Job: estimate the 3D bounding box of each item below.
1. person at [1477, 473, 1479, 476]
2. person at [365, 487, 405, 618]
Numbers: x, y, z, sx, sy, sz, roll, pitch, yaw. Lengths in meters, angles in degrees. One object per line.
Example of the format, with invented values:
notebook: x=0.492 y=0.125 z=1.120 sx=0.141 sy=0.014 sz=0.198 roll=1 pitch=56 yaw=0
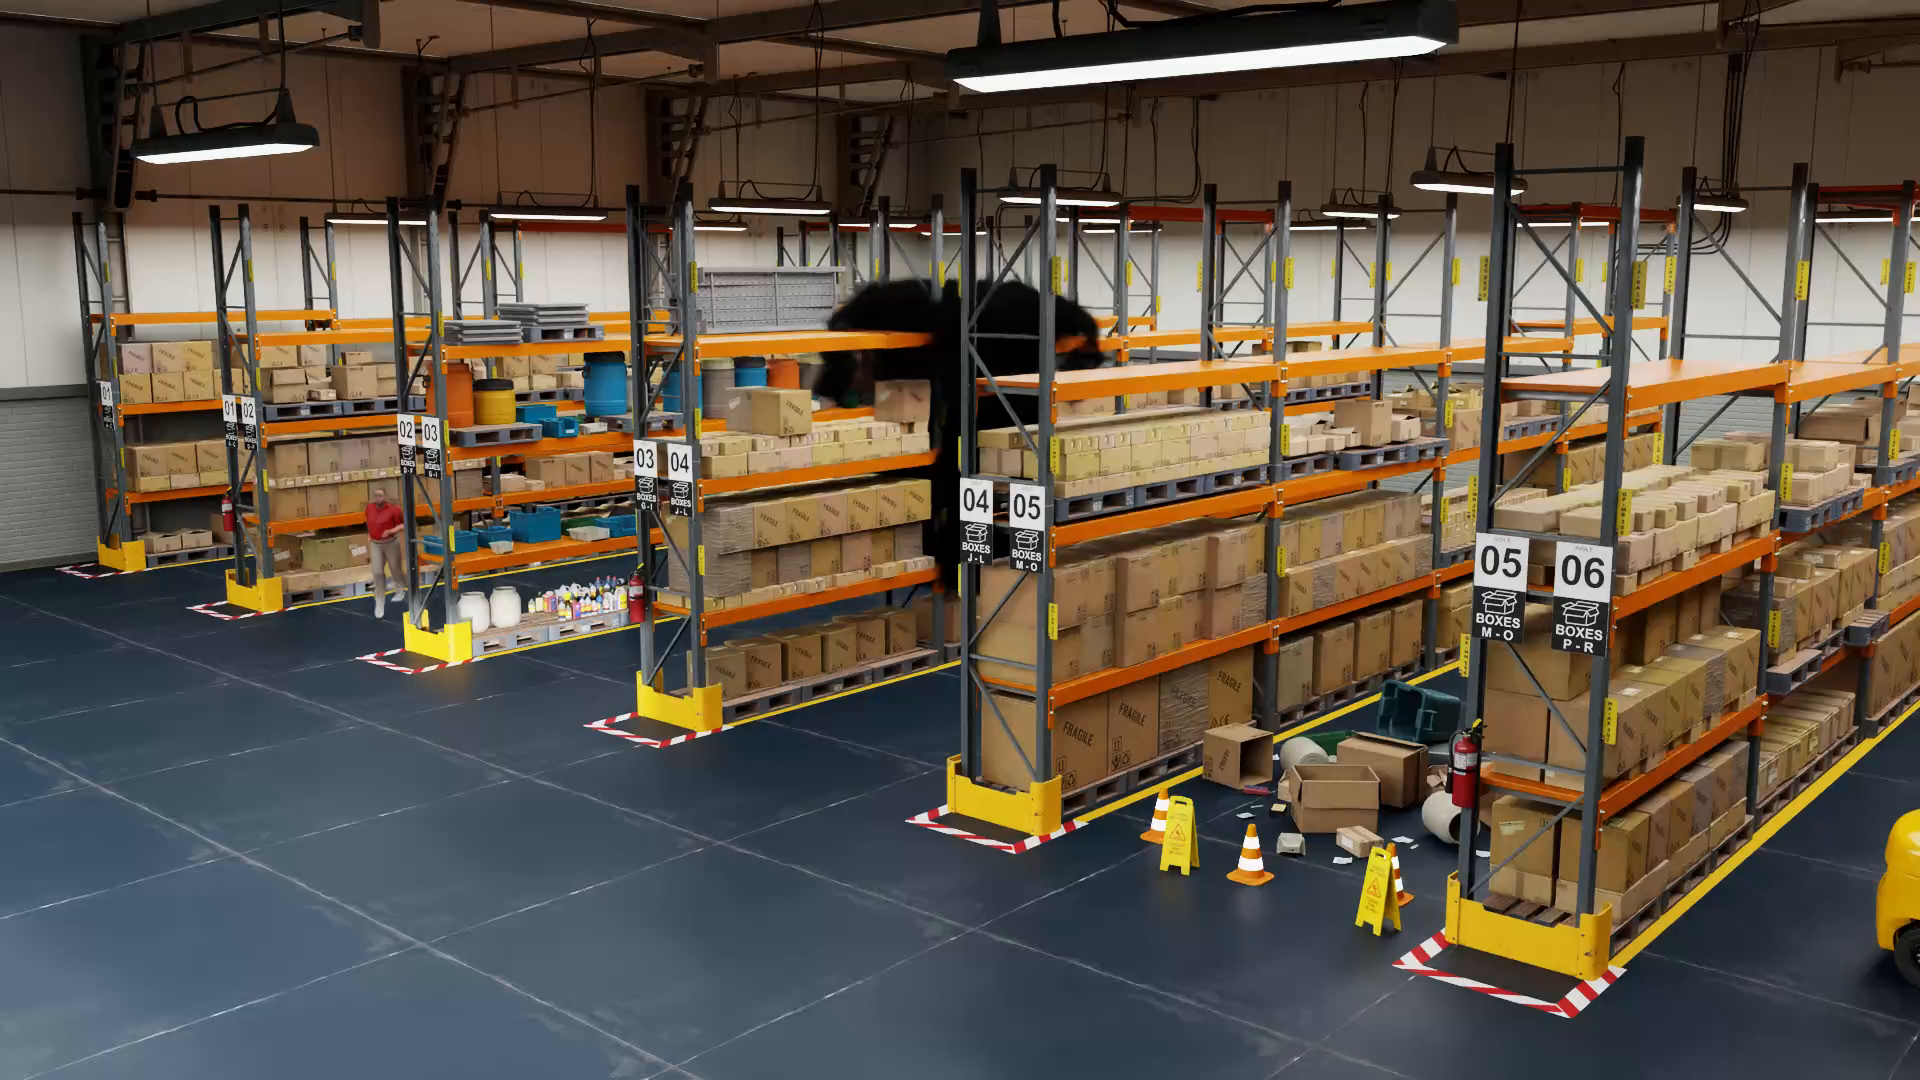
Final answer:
person: x=8.536 y=-0.244 z=27.441 sx=0.593 sy=1.779 sz=0.716 roll=-7 pitch=12 yaw=-38
person: x=-8.211 y=0.160 z=23.755 sx=0.590 sy=1.857 sz=0.863 roll=-1 pitch=10 yaw=-4
